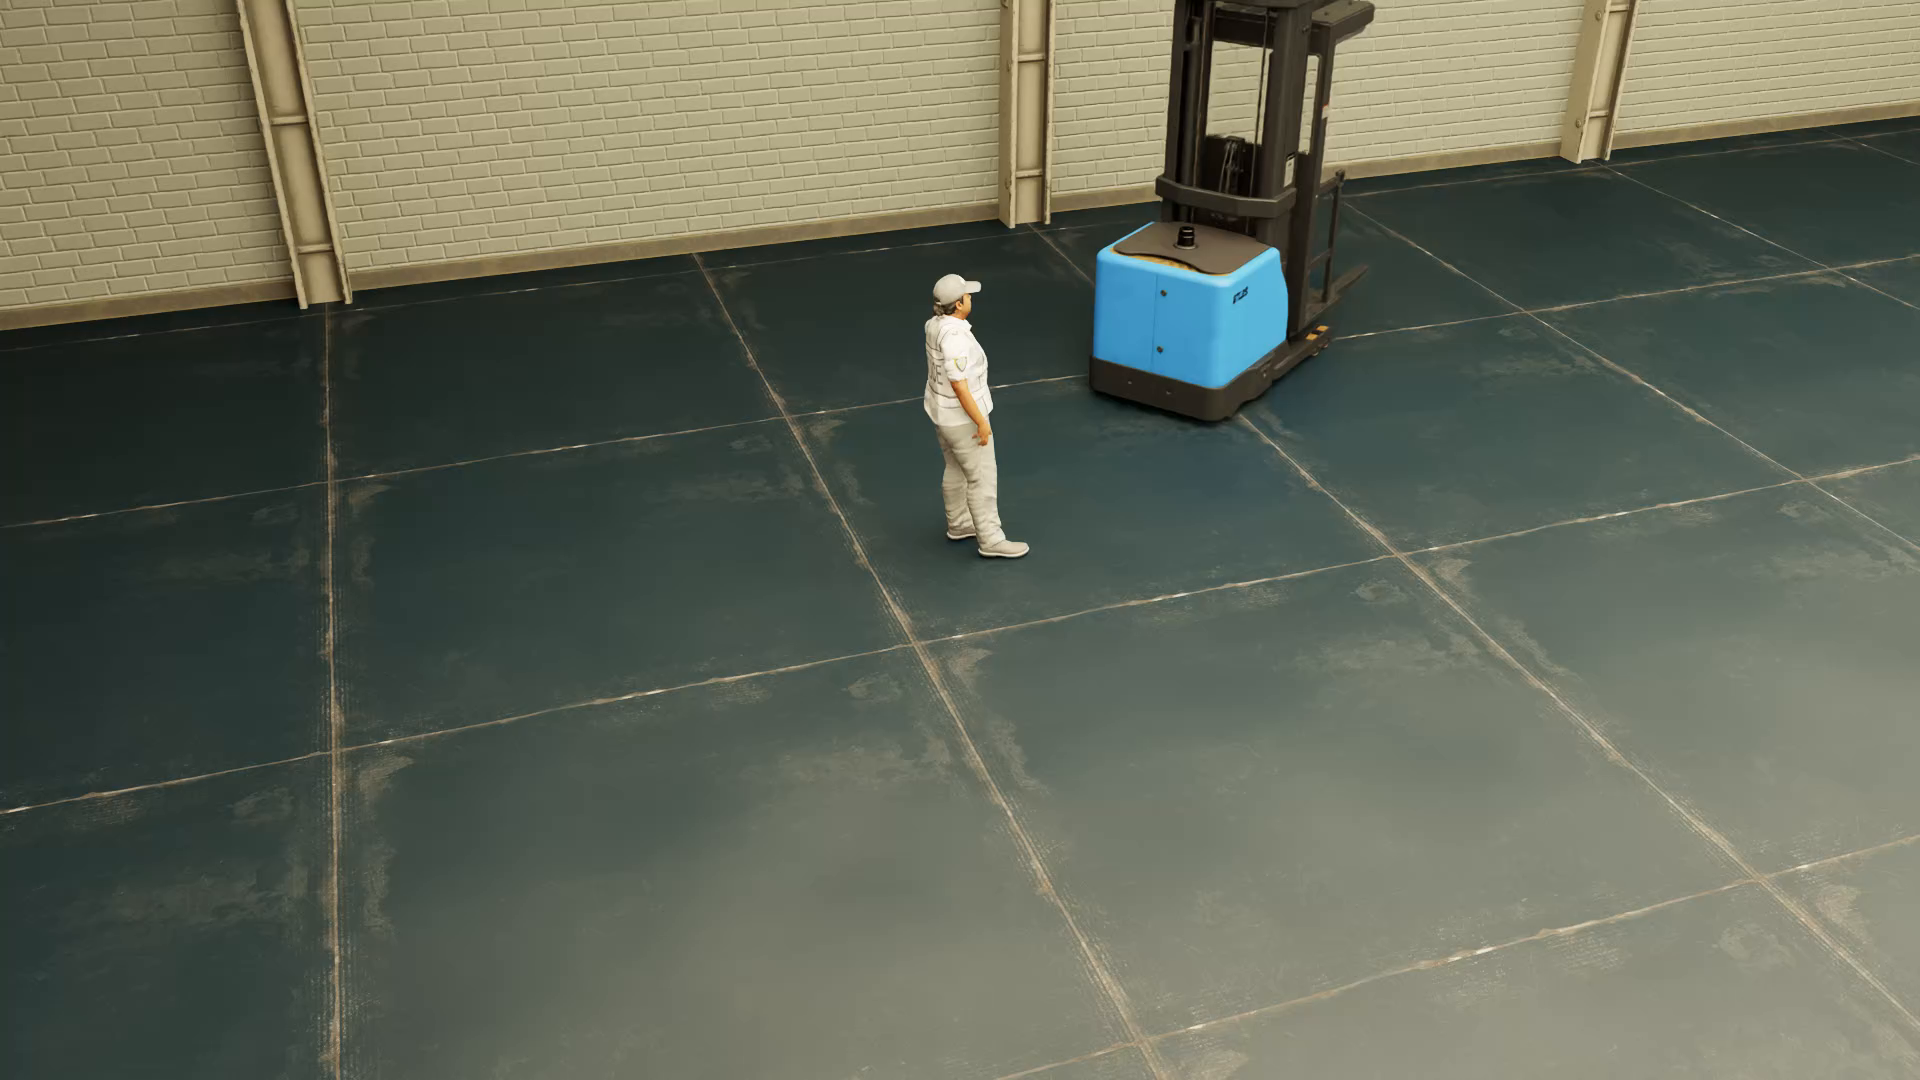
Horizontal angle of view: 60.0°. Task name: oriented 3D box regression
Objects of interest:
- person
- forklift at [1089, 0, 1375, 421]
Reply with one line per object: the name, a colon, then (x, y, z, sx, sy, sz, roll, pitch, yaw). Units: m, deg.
person: (0.080, -0.731, 9.609, 0.529, 1.670, 0.598, -10, 31, -16)
forklift: (2.165, -2.764, 11.891, 1.130, 2.935, 3.031, 19, 35, 30)
